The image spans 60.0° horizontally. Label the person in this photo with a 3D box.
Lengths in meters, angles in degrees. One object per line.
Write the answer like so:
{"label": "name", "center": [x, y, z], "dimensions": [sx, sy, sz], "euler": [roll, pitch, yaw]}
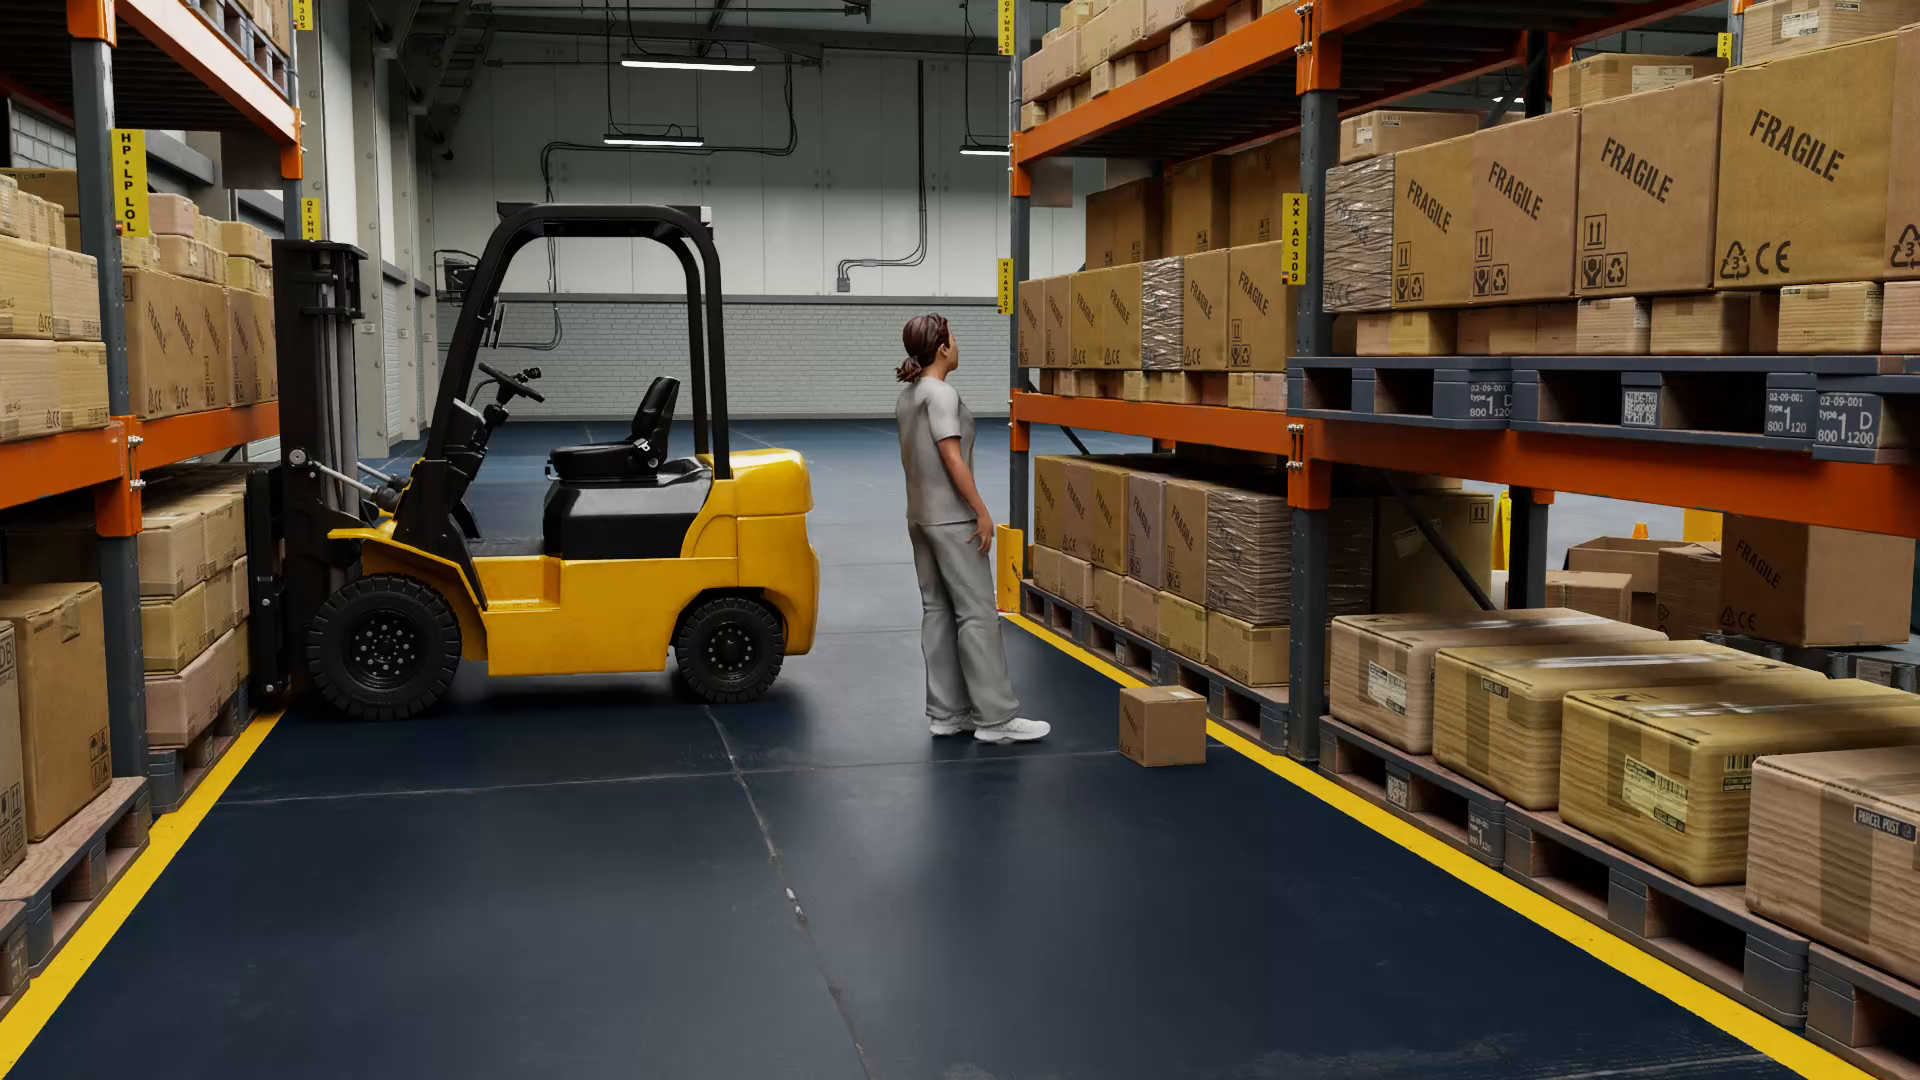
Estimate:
{"label": "person", "center": [0.009, -0.059, 6.611], "dimensions": [0.548, 1.674, 0.550], "euler": [-3, 7, -25]}
